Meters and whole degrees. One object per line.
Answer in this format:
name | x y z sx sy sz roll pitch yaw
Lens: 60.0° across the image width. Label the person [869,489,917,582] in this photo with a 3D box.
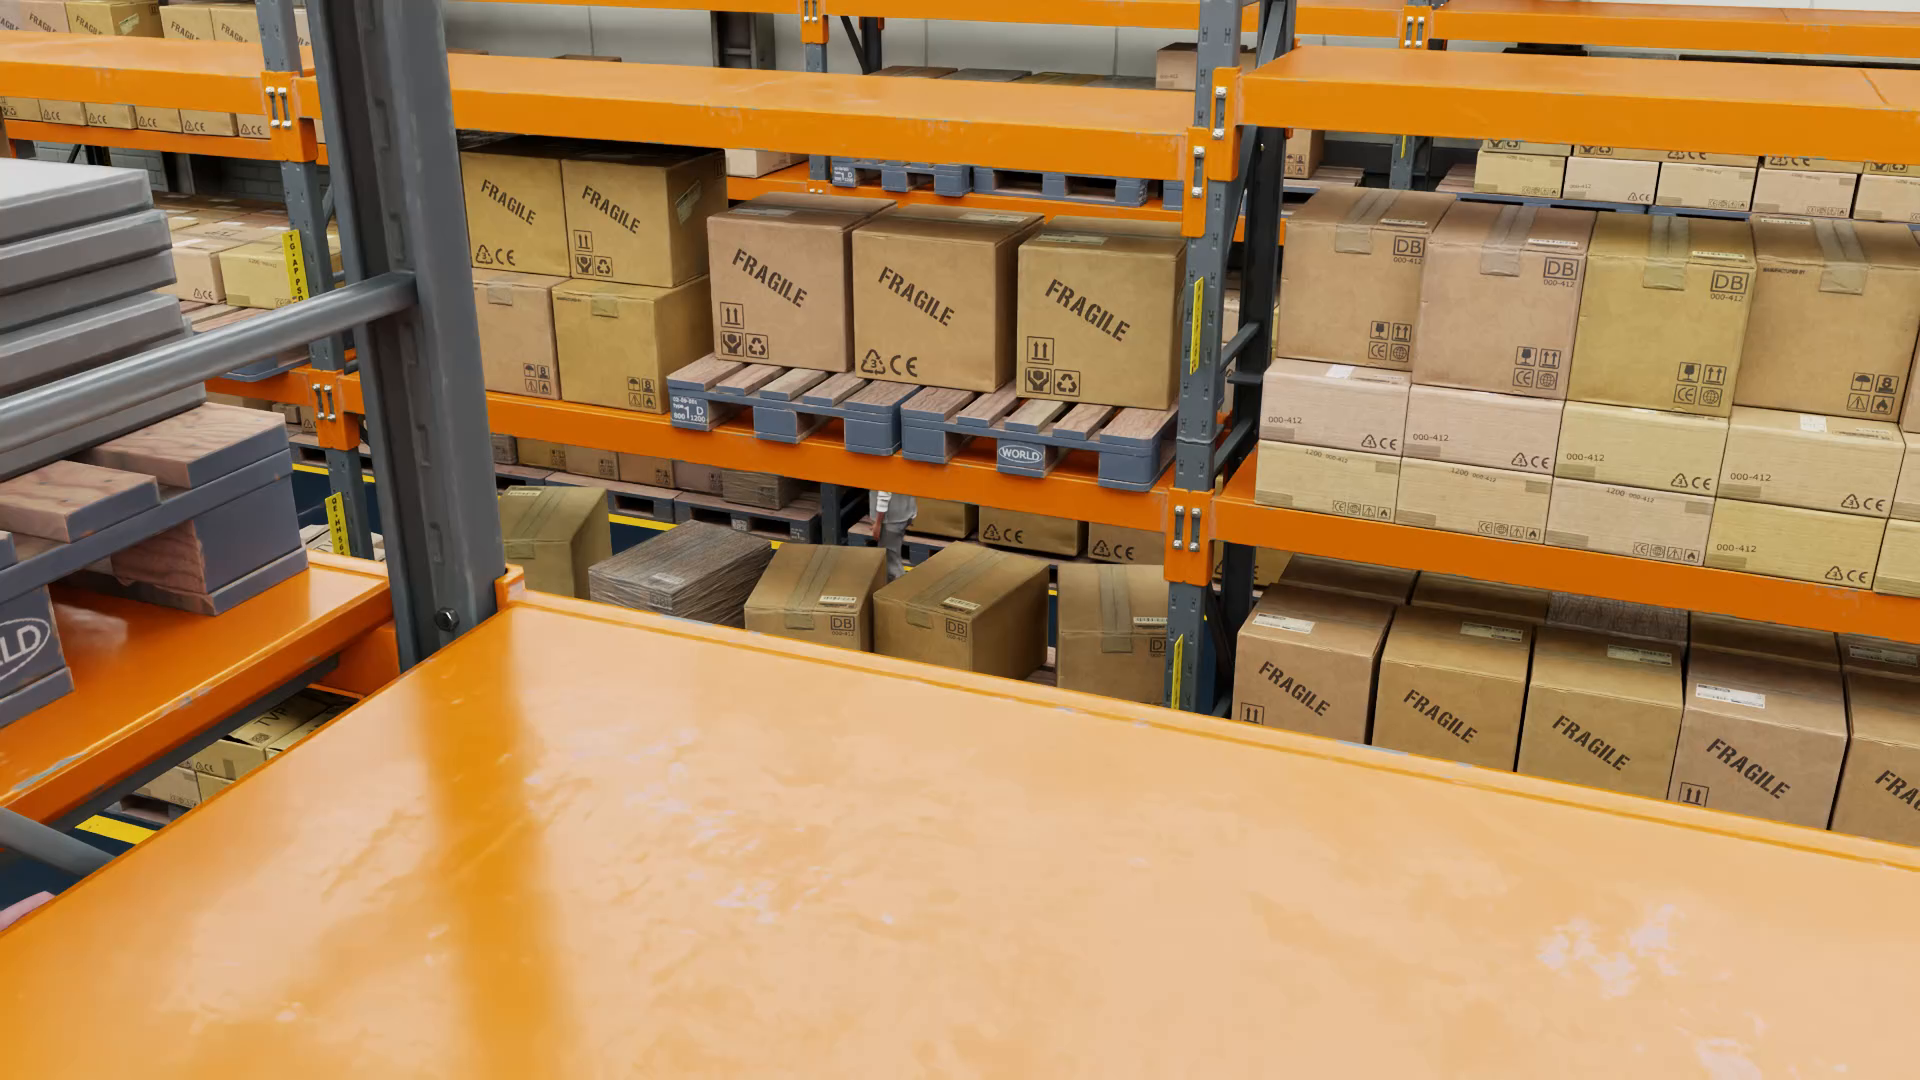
person | -0.457 -0.138 11.277 0.420 1.630 0.420 9 24 22
